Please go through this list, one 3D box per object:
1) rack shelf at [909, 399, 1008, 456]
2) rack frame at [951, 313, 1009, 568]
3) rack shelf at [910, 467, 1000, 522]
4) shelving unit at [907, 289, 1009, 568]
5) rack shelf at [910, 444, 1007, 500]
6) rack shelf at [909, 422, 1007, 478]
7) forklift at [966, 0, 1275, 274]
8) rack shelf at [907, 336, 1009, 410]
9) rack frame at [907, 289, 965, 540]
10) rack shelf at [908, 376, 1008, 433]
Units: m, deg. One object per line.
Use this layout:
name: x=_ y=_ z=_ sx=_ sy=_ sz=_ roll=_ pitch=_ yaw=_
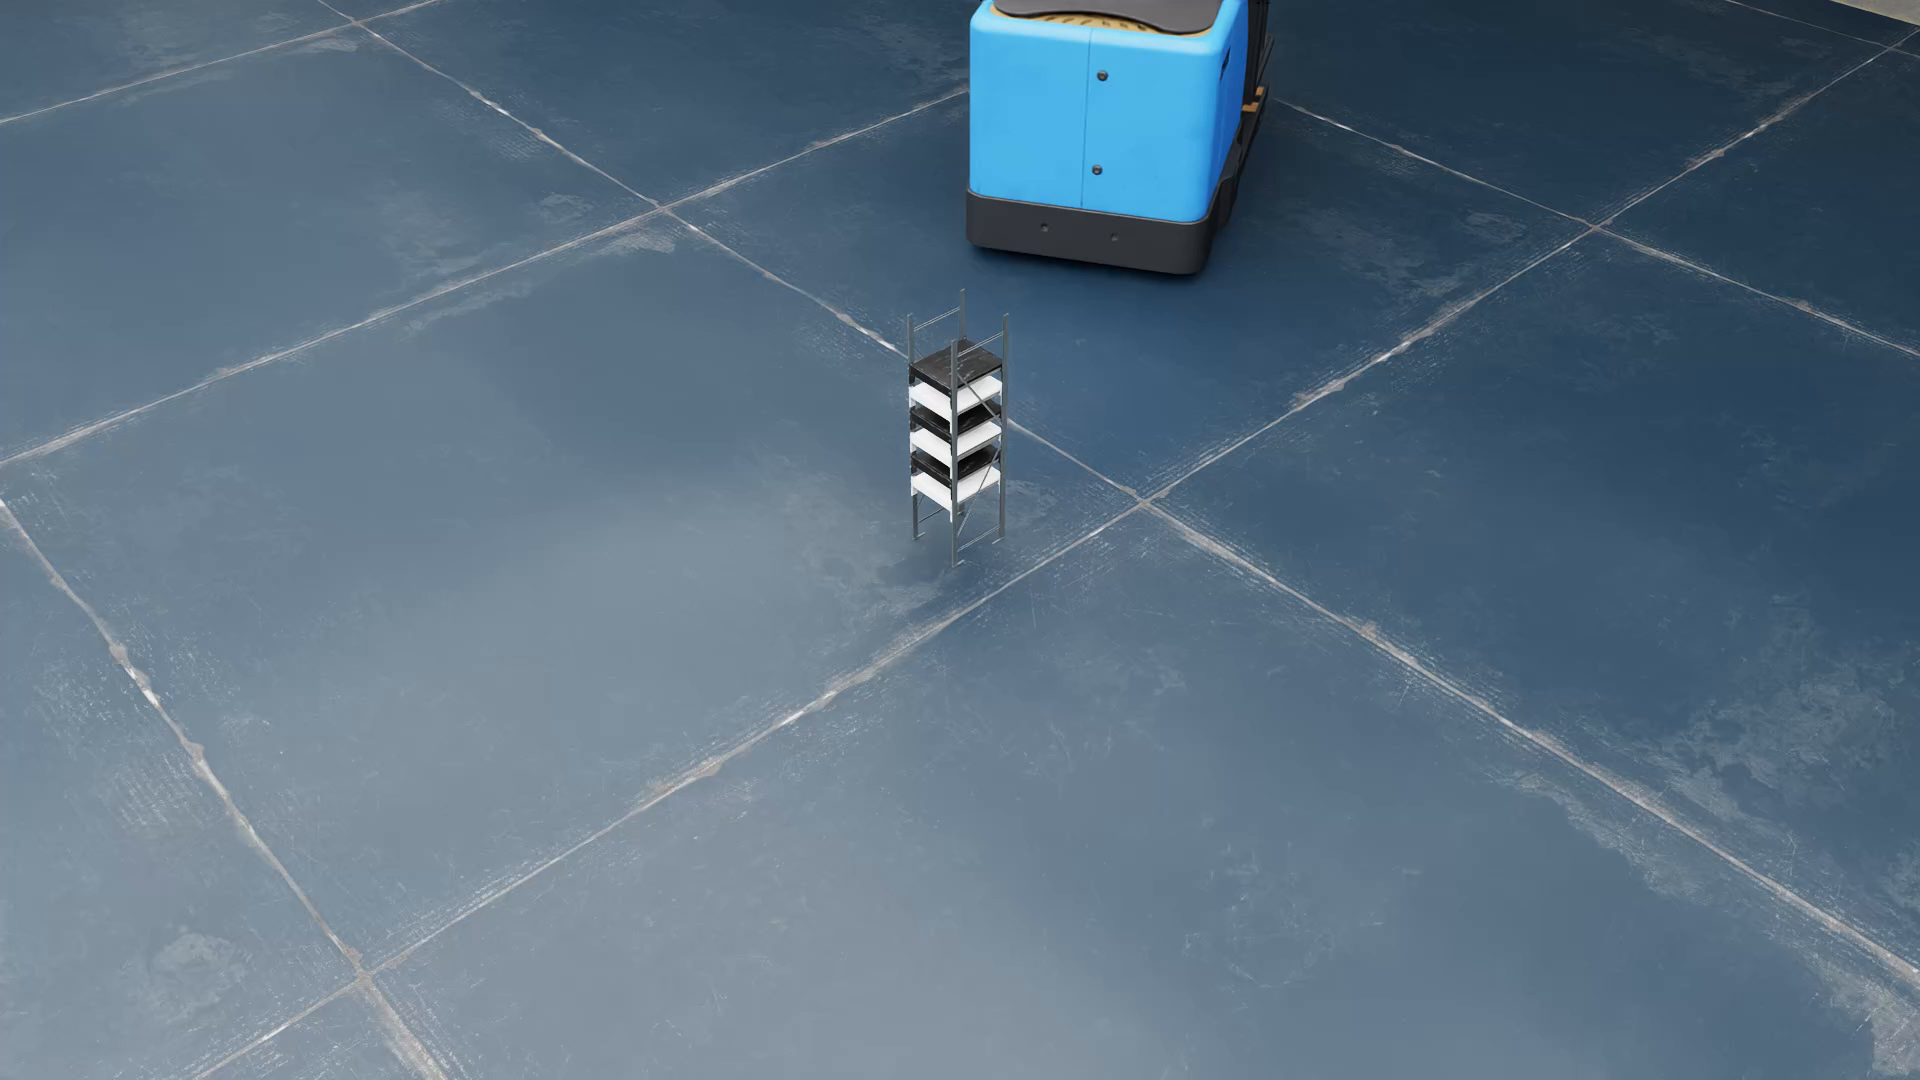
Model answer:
rack shelf: x=-0.005 y=-0.398 z=5.436 sx=0.258 sy=0.077 sz=0.200 roll=-30 pitch=48 yaw=-32
rack frame: x=0.063 y=-0.307 z=5.414 sx=0.240 sy=0.900 sz=0.006 roll=-30 pitch=48 yaw=-32
rack shelf: x=-0.005 y=-0.188 z=5.606 sx=0.258 sy=0.077 sz=0.200 roll=-30 pitch=48 yaw=-32
shelving unit: x=-0.005 y=-0.354 z=5.472 sx=0.258 sy=0.900 sz=0.210 roll=-30 pitch=48 yaw=-32
rack shelf: x=-0.005 y=-0.258 z=5.549 sx=0.258 sy=0.077 sz=0.200 roll=-30 pitch=48 yaw=-32
rack shelf: x=-0.005 y=-0.328 z=5.493 sx=0.258 sy=0.077 sz=0.200 roll=-30 pitch=48 yaw=-32
forklift: x=0.922 y=-3.195 z=7.373 sx=1.130 sy=2.935 sz=3.031 roll=10 pitch=40 yaw=12
rack shelf: x=-0.005 y=-0.538 z=5.323 sx=0.258 sy=0.077 sz=0.200 roll=-30 pitch=48 yaw=-32
rack frame: x=-0.074 y=-0.401 z=5.530 sx=0.240 sy=0.900 sz=0.006 roll=-30 pitch=48 yaw=-32
rack shelf: x=-0.005 y=-0.468 z=5.380 sx=0.258 sy=0.077 sz=0.200 roll=-30 pitch=48 yaw=-32
